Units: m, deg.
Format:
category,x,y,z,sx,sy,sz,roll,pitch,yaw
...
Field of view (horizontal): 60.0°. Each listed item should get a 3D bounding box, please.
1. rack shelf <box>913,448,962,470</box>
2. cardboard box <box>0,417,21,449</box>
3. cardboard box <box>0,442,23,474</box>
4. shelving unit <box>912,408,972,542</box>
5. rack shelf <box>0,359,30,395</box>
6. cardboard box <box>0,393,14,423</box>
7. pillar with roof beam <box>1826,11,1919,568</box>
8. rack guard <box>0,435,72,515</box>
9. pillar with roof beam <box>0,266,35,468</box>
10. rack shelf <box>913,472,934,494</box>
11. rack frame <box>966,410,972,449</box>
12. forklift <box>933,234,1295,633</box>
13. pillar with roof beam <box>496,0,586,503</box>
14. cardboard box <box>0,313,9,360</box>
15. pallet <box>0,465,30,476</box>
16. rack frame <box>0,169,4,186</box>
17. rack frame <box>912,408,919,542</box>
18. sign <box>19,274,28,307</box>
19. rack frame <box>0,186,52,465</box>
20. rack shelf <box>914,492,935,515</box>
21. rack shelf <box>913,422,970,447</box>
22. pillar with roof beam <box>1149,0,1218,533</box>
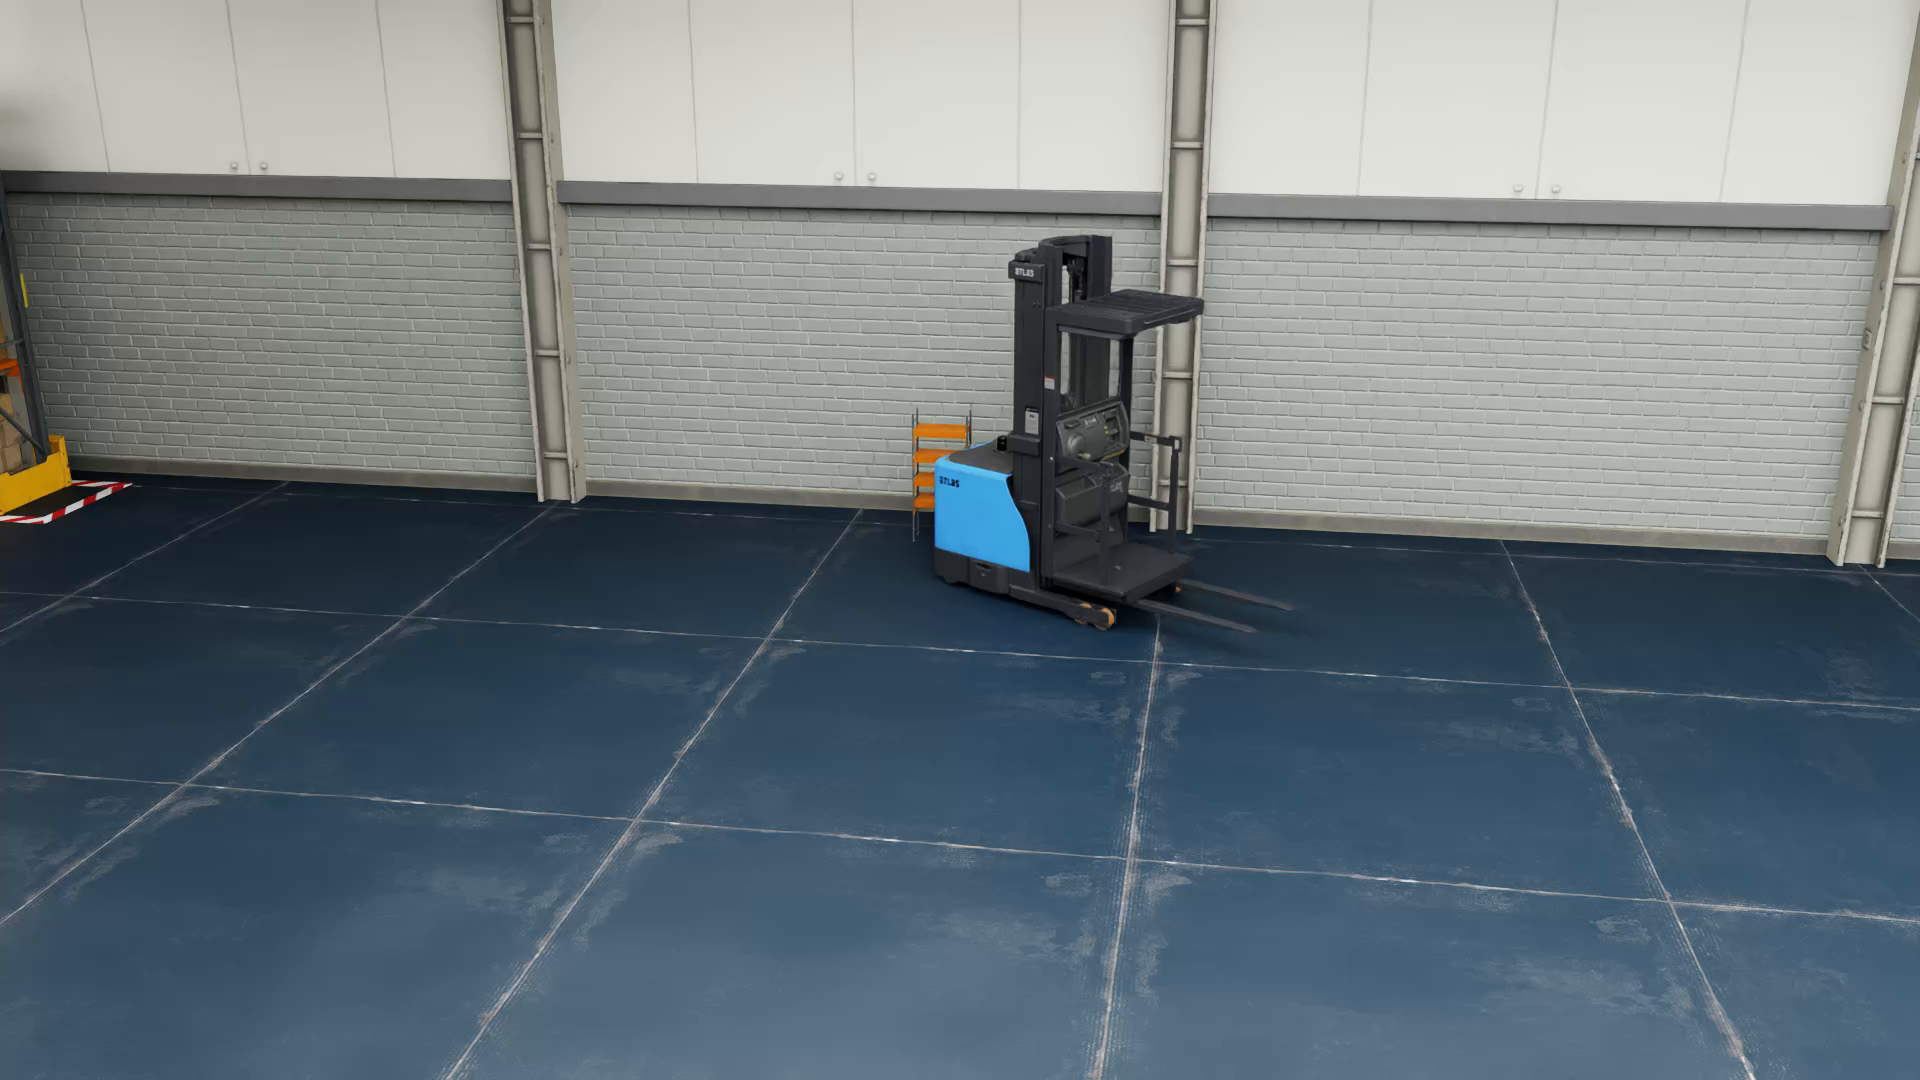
category,x,y,z,sx,sy,sz,roll,pitch,yaw
rack shelf,-0.163,-0.726,15.035,0.480,0.148,0.258,3,19,9
cardboard box,-9.753,-1.048,16.540,0.500,0.250,0.500,3,19,10
cardboard box,-9.775,-0.809,16.611,0.500,0.250,0.500,3,19,9
shelving unit,-0.163,-0.577,15.084,0.503,1.200,0.258,3,19,9
rack shelf,-11.296,-1.587,16.399,4.000,0.370,1.077,3,19,9
cardboard box,-9.766,-1.280,16.445,0.500,0.250,0.500,3,19,8
pillar with roof beam,7.224,-2.735,9.243,0.400,9.000,9.100,3,19,9
rack guard,-9.298,-0.641,16.377,0.348,0.500,1.175,3,19,9
pillar with roof beam,-10.549,-3.641,11.950,0.400,9.000,9.100,3,19,9
rack shelf,-0.163,-0.514,15.106,0.480,0.148,0.258,3,19,9
rack frame,0.077,-0.565,15.048,0.015,1.200,0.240,3,19,9
forklift,1.232,-0.871,13.233,3.031,2.935,1.130,14,23,37
pillar with roof beam,-4.625,-3.339,11.048,0.400,9.000,9.100,3,19,9
cardboard box,-9.766,-1.987,16.303,0.500,0.500,0.500,4,19,10
pallet,-10.083,-0.531,16.503,1.213,0.211,1.003,3,19,9
rack frame,-9.321,-4.672,15.033,0.127,3.000,1.000,3,19,9
rack frame,-0.404,-0.590,15.121,0.015,1.200,0.240,3,19,9
sign,-9.227,-2.449,16.353,0.005,0.325,0.100,3,19,9
rack frame,-9.321,-1.827,15.984,0.127,3.000,1.000,3,19,9
rack shelf,-0.163,-0.325,15.169,0.480,0.148,0.258,3,19,9
rack shelf,-0.163,-0.950,14.960,0.480,0.148,0.258,3,19,9
pillar with roof beam,1.300,-3.037,10.145,0.400,9.000,9.100,3,19,9
